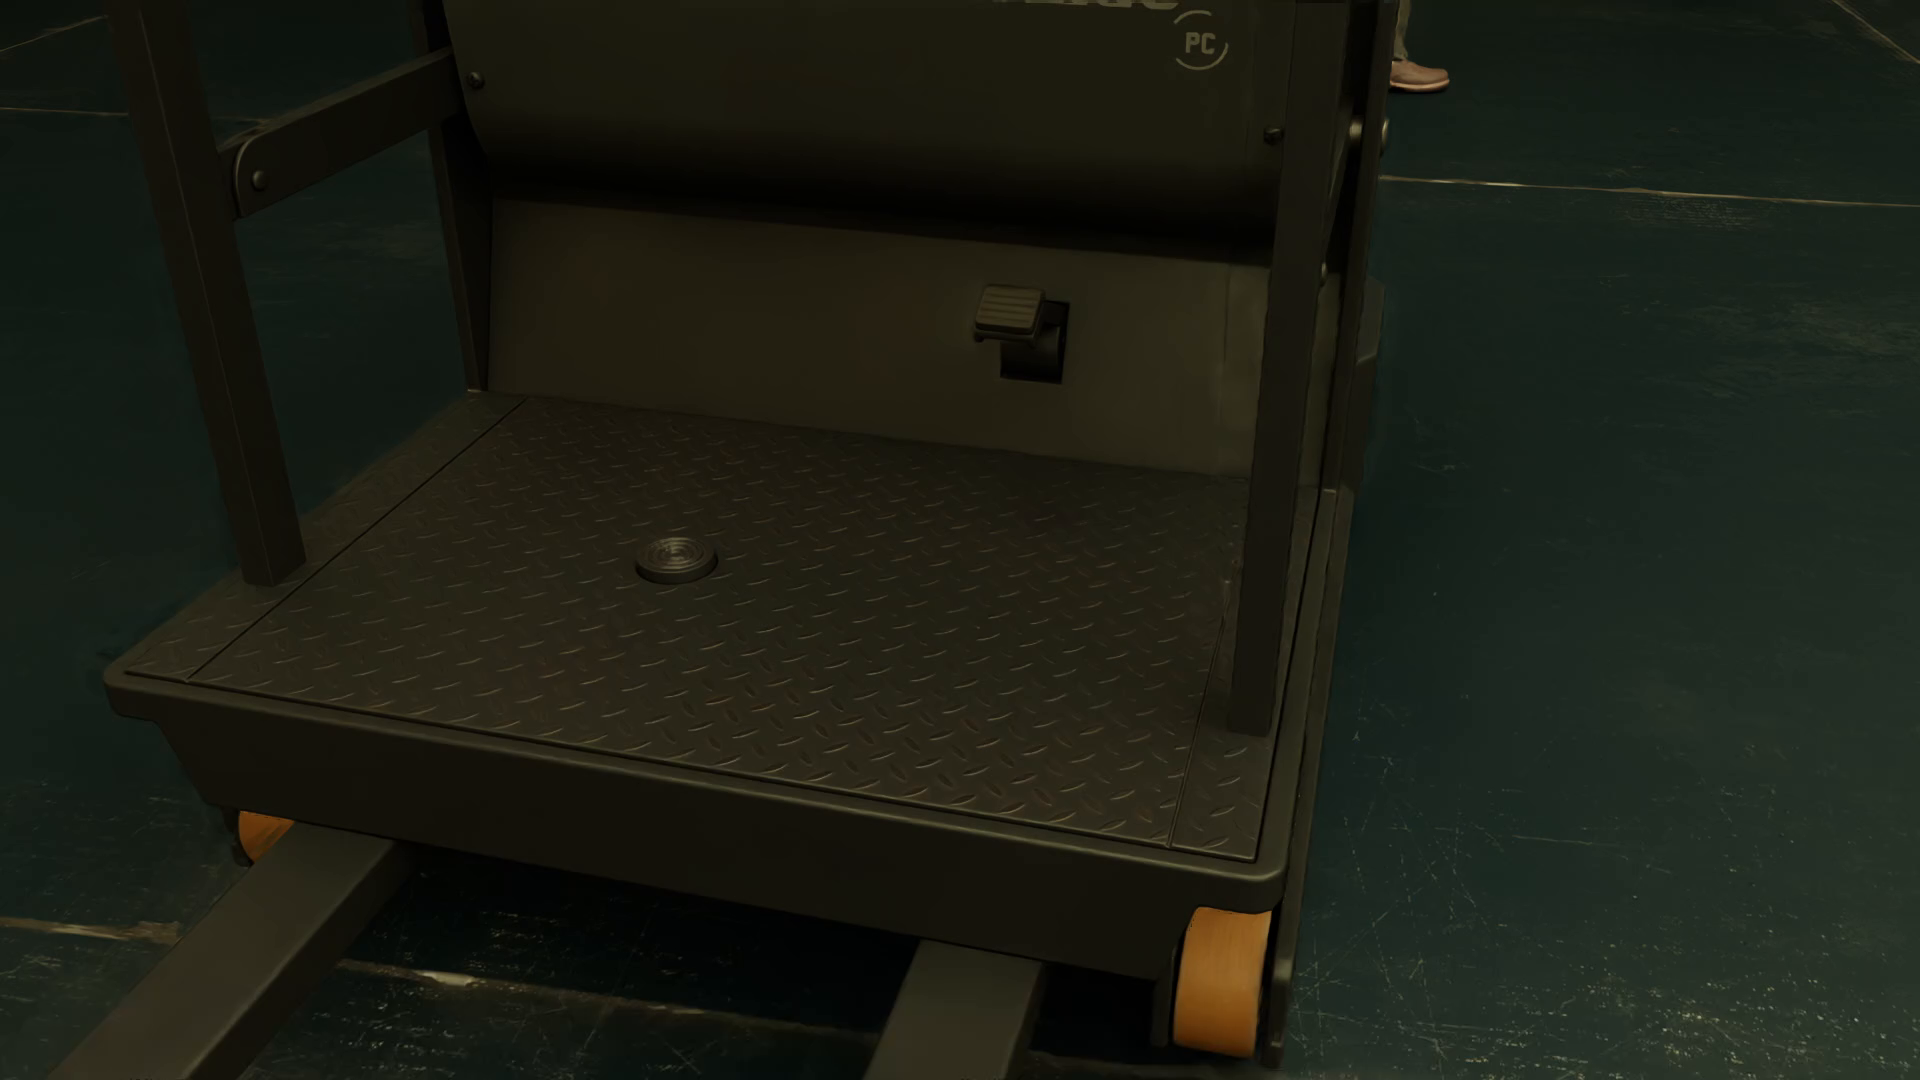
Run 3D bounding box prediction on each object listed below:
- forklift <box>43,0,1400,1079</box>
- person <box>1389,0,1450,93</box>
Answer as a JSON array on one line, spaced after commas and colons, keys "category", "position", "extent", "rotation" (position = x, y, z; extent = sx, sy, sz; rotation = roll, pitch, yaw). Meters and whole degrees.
[{"category": "forklift", "position": [-0.153, -0.995, 1.272], "extent": [1.130, 2.935, 3.031], "rotation": [7, 30, 13]}, {"category": "person", "position": [1.234, -2.123, 4.655], "extent": [0.466, 1.634, 0.648], "rotation": [5, 29, 10]}]
